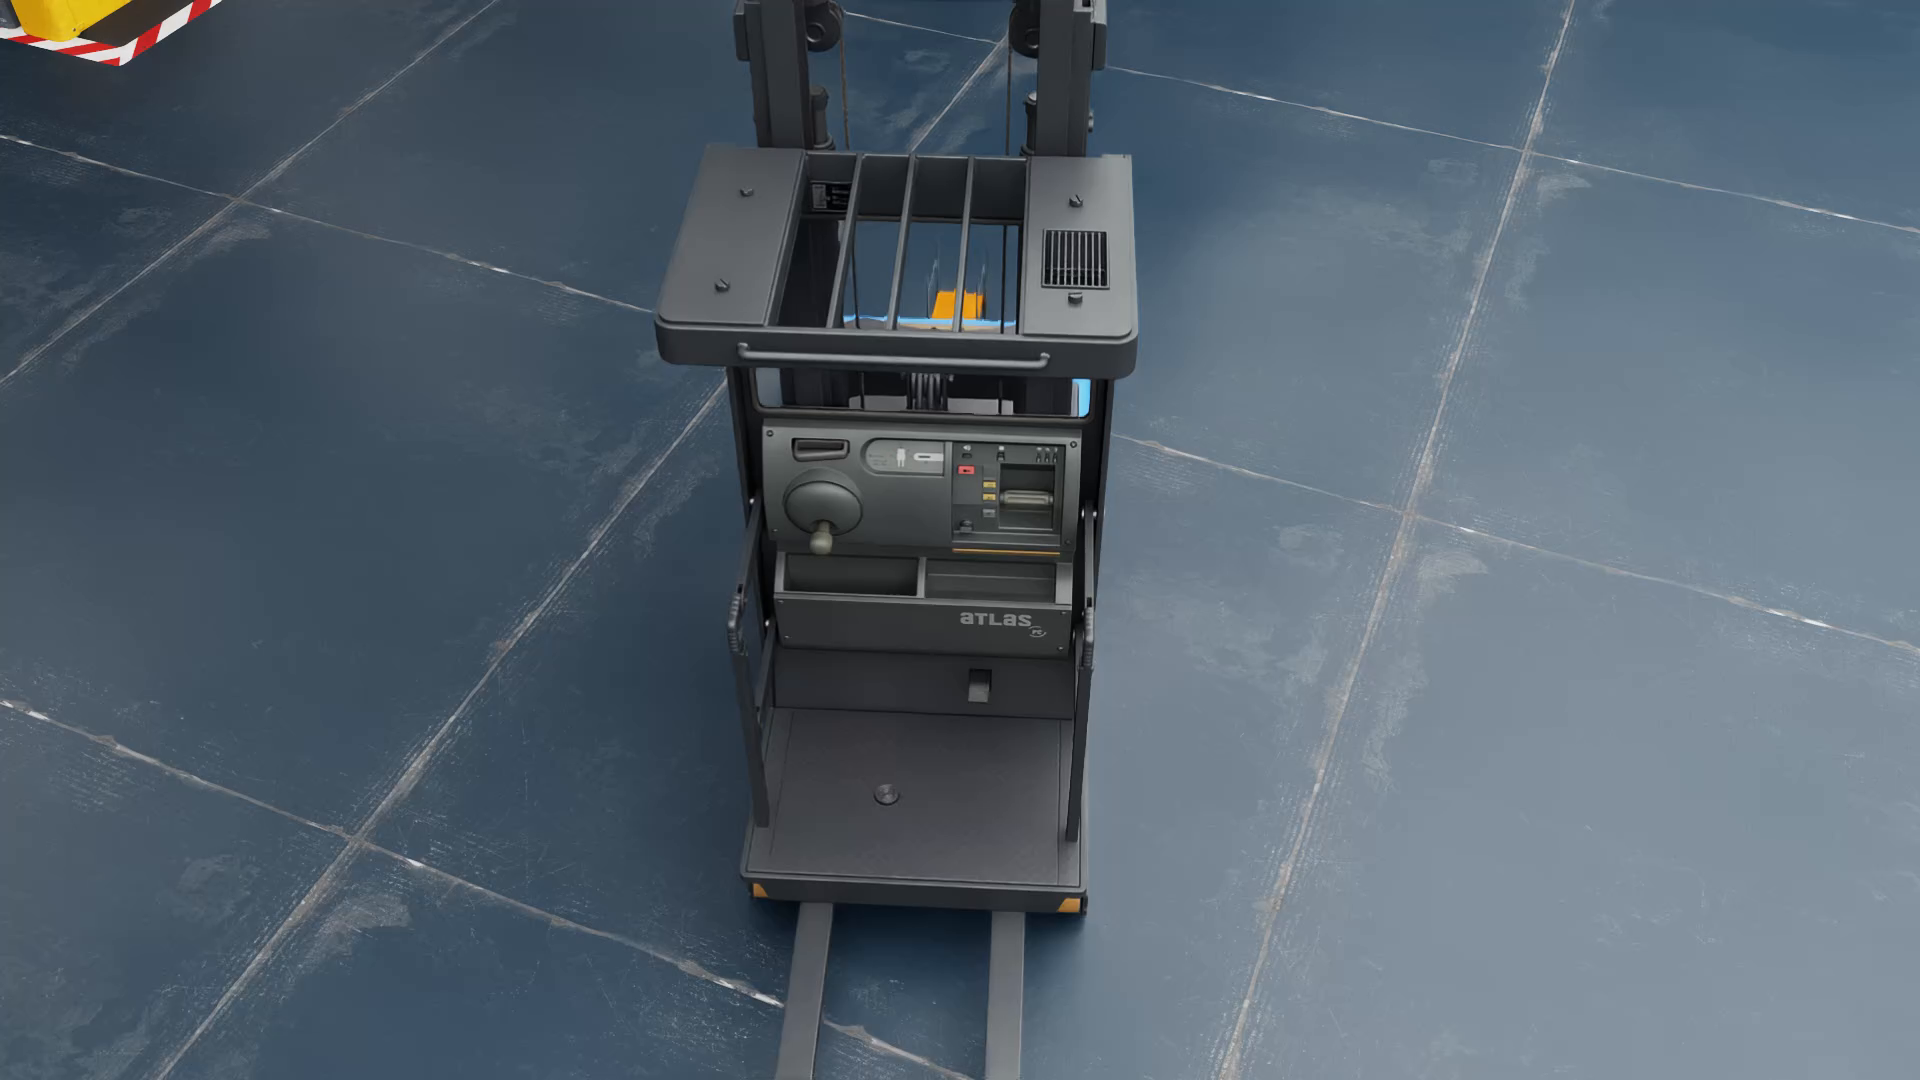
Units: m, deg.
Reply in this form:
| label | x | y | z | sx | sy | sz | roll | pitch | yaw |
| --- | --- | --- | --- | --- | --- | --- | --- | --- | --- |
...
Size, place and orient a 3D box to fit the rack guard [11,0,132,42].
| label | x | y | z | sx | sy | sz | roll | pitch | yaw |
| --- | --- | --- | --- | --- | --- | --- | --- | --- | --- |
| rack guard | -5.126 | -3.483 | 9.896 | 0.348 | 0.500 | 1.175 | 16 | 47 | 16 |

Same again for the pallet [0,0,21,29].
| label | x | y | z | sx | sy | sz | roll | pitch | yaw |
| --- | --- | --- | --- | --- | --- | --- | --- | --- | --- |
| pallet | -5.917 | -3.553 | 10.171 | 1.213 | 0.211 | 1.003 | 16 | 47 | 16 |

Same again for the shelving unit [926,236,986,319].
| label | x | y | z | sx | sy | sz | roll | pitch | yaw |
| --- | --- | --- | --- | --- | --- | --- | --- | --- | --- |
| shelving unit | -0.012 | -0.612 | 6.514 | 0.189 | 1.200 | 0.258 | 6 | 45 | 6 |

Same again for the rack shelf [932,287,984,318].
| label | x | y | z | sx | sy | sz | roll | pitch | yaw |
| --- | --- | --- | --- | --- | --- | --- | --- | --- | --- |
| rack shelf | -0.012 | -0.835 | 6.292 | 0.180 | 0.103 | 0.258 | 6 | 45 | 6 |

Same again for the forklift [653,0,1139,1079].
| label | x | y | z | sx | sy | sz | roll | pitch | yaw |
| --- | --- | --- | --- | --- | --- | --- | --- | --- | --- |
| forklift | -0.123 | -0.051 | 4.723 | 1.130 | 2.935 | 3.031 | 2 | 45 | 2 |

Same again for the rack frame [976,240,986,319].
| label | x | y | z | sx | sy | sz | roll | pitch | yaw |
| --- | --- | --- | --- | --- | --- | --- | --- | --- | --- |
| rack frame | 0.079 | -0.603 | 6.505 | 0.006 | 1.200 | 0.240 | 6 | 45 | 6 |

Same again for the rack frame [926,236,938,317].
| label | x | y | z | sx | sy | sz | roll | pitch | yaw |
| --- | --- | --- | --- | --- | --- | --- | --- | --- | --- |
| rack frame | -0.103 | -0.621 | 6.523 | 0.006 | 1.200 | 0.240 | 6 | 45 | 6 |
